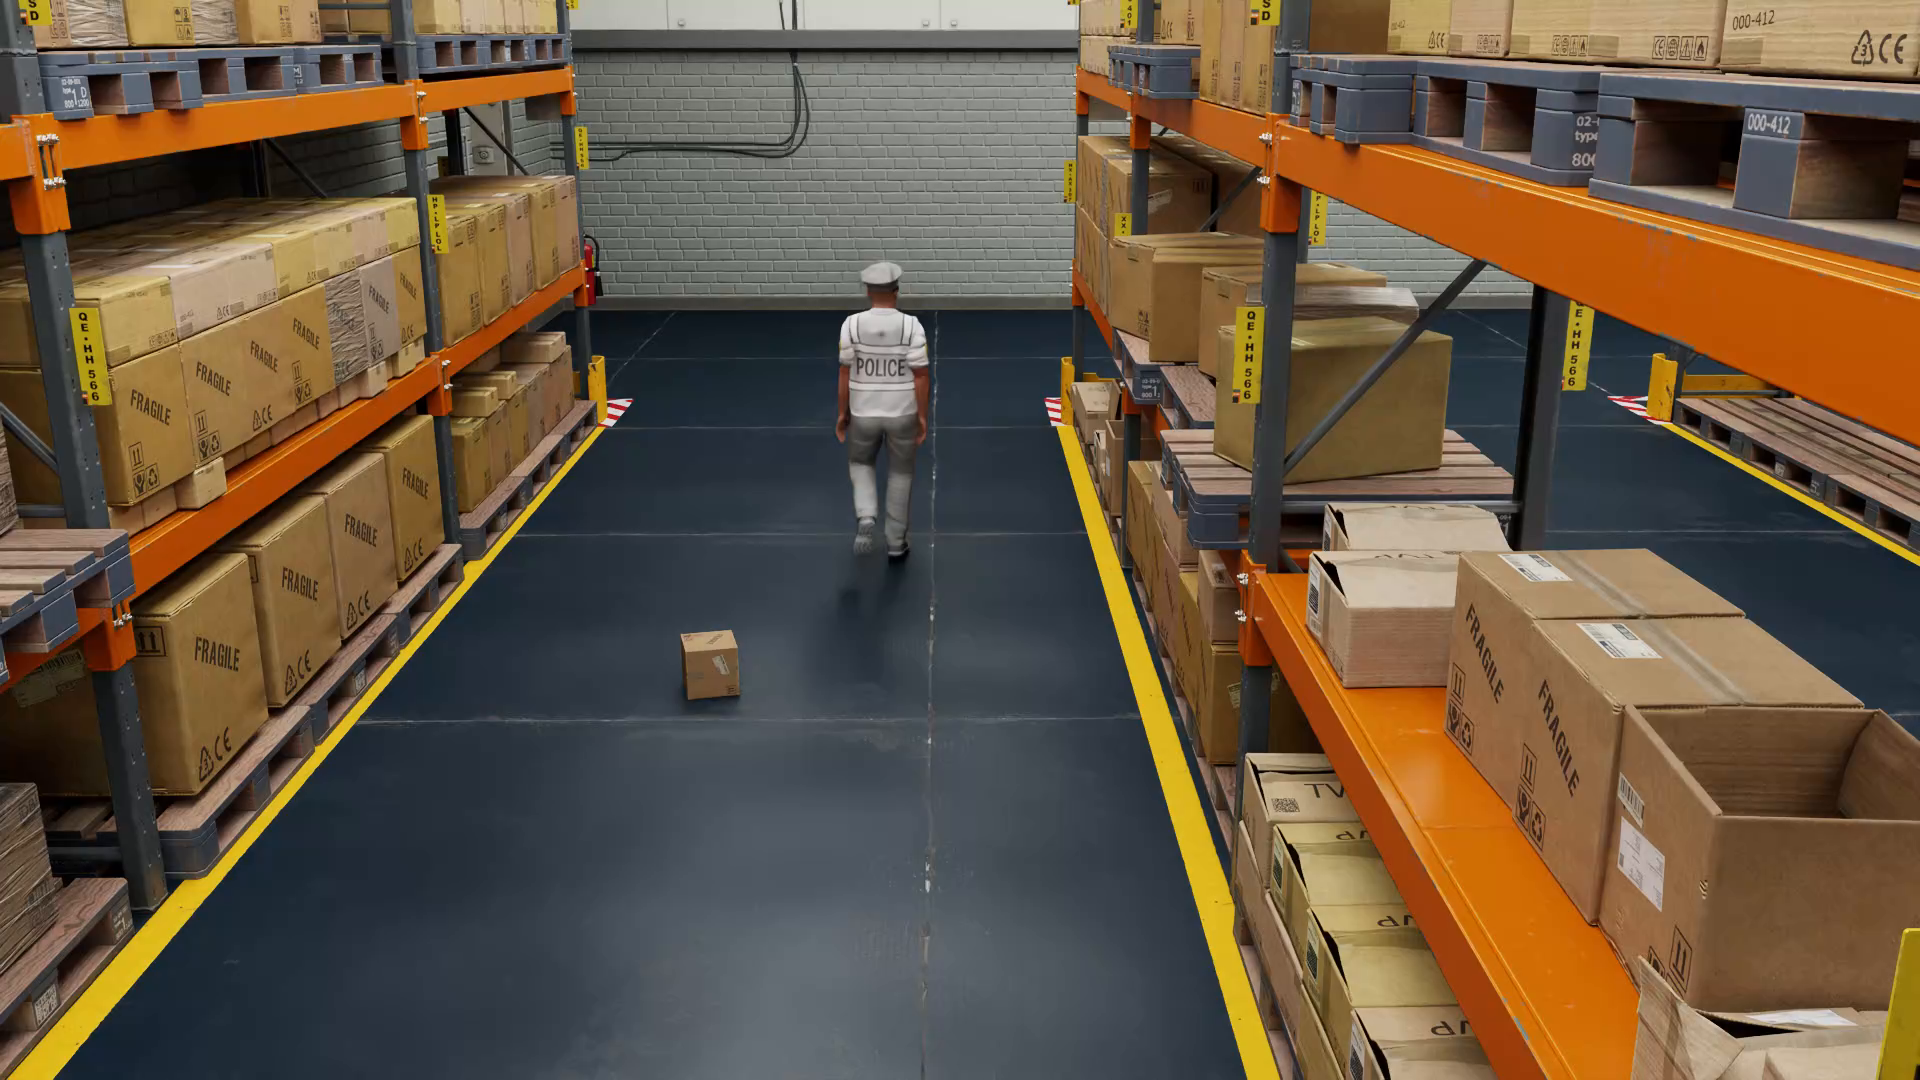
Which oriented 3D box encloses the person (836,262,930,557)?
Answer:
[{"bbox_3d":[-0.454,-0.761,9.909,0.567,1.775,0.491,1,17,5],"label":"person"}]
